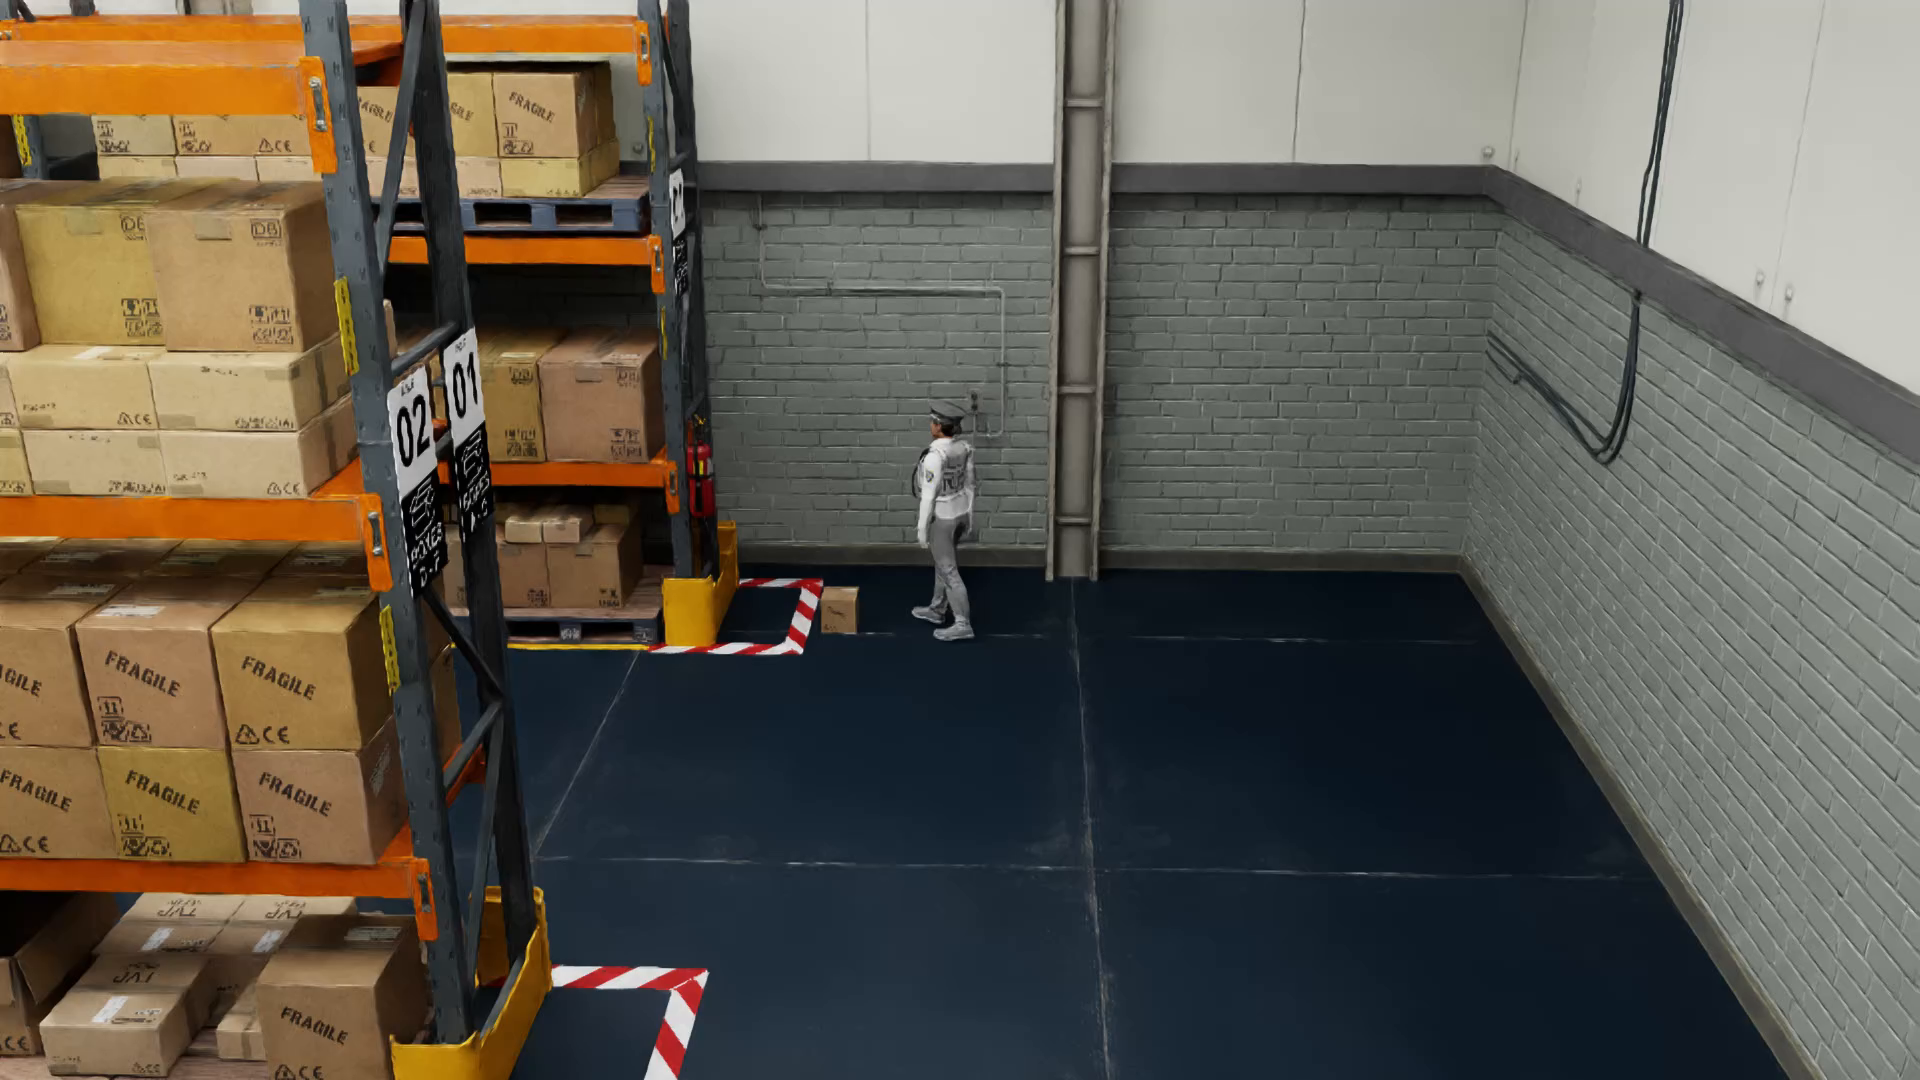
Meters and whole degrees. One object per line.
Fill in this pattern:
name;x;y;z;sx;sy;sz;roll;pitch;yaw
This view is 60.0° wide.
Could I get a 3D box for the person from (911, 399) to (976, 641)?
person;-0.155;-0.149;11.420;0.613;1.669;0.502;12;24;29
